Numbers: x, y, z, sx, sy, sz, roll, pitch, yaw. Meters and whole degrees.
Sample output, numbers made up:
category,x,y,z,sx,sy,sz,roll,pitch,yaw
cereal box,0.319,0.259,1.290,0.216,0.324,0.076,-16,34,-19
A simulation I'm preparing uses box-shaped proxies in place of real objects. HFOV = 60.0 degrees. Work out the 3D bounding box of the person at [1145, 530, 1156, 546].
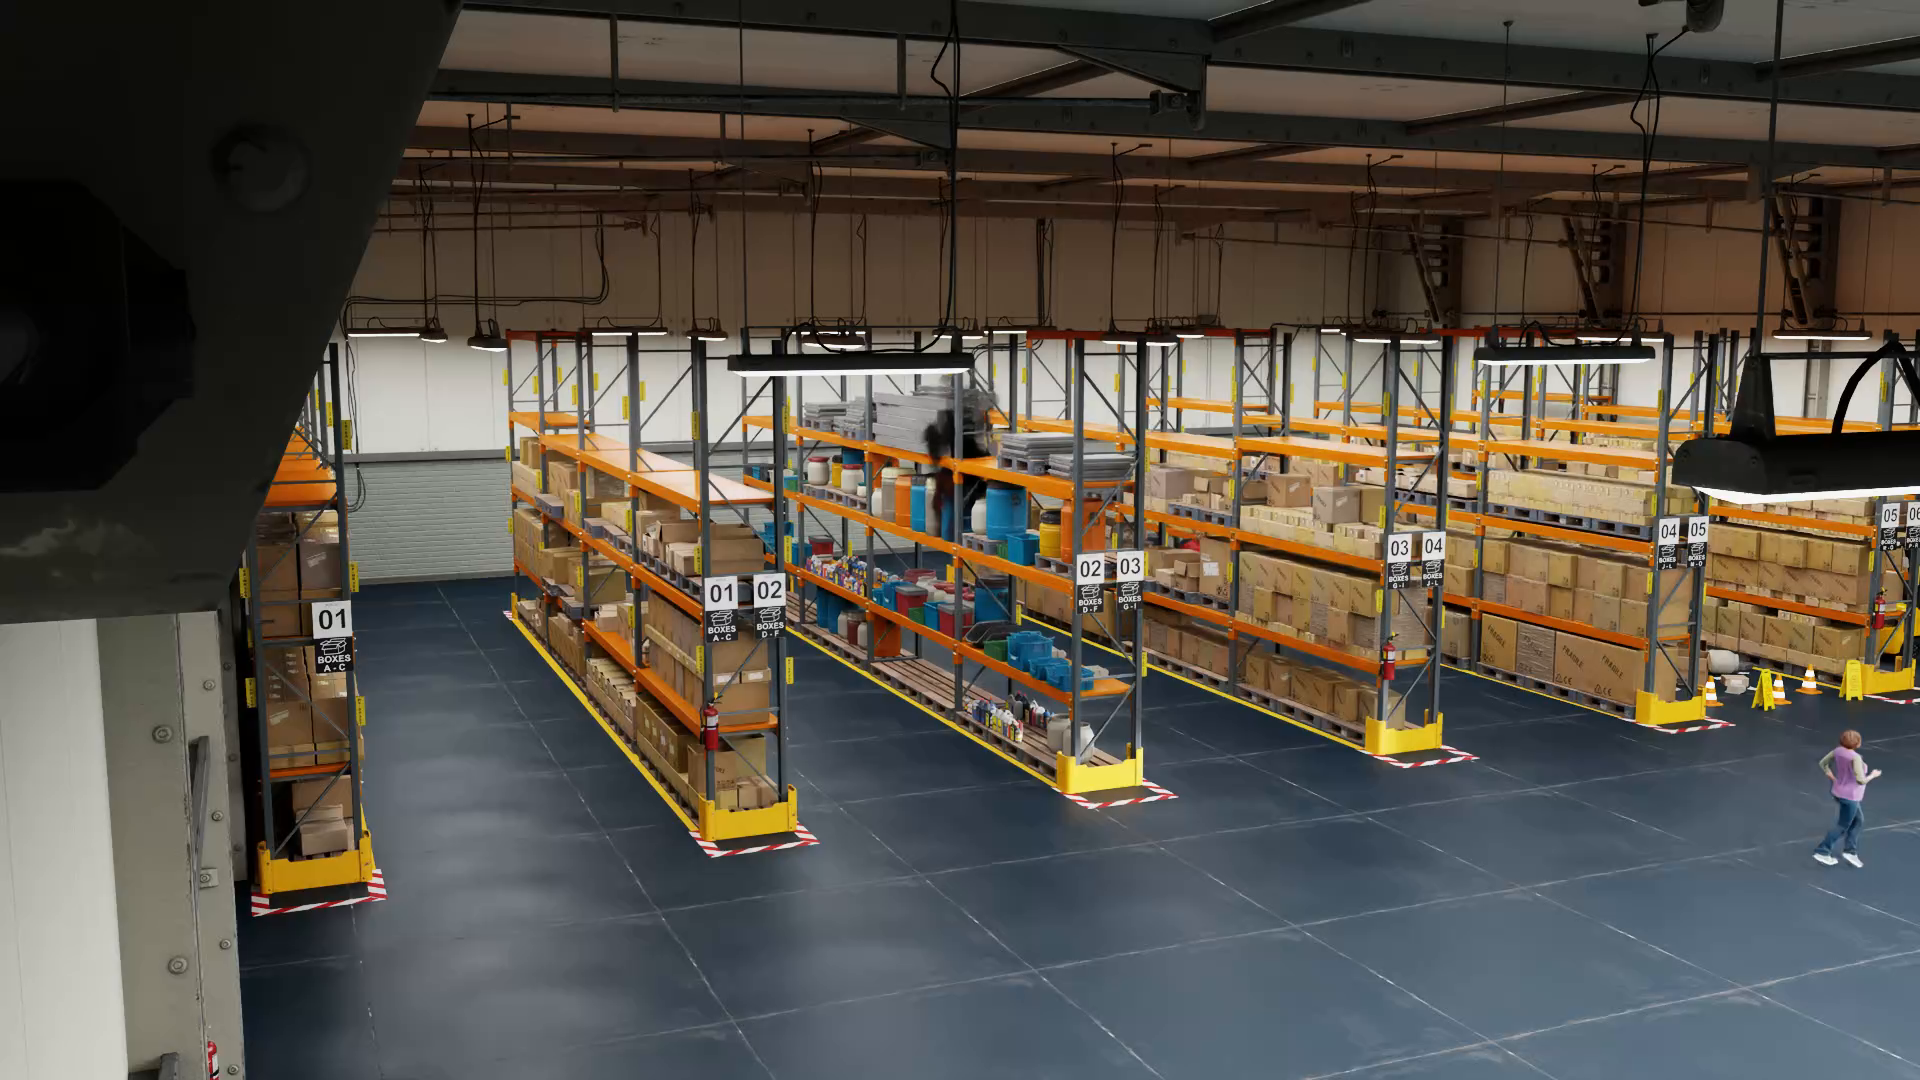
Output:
category,x,y,z,sx,sy,sz,roll,pitch,yaw
person,3.871,0.711,35.134,0.677,1.744,0.868,-4,9,-28

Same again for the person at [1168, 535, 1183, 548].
category,x,y,z,sx,sy,sz,roll,pitch,yaw
person,5.428,-0.179,41.986,0.537,1.655,0.883,5,9,31

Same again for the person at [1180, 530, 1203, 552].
category,x,y,z,sx,sy,sz,roll,pitch,yaw
person,5.073,0.664,35.516,0.633,1.796,0.776,-3,8,-23

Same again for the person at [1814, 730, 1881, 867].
category,x,y,z,sx,sy,sz,roll,pitch,yaw
person,10.127,2.964,18.981,0.678,1.635,0.516,0,8,3
